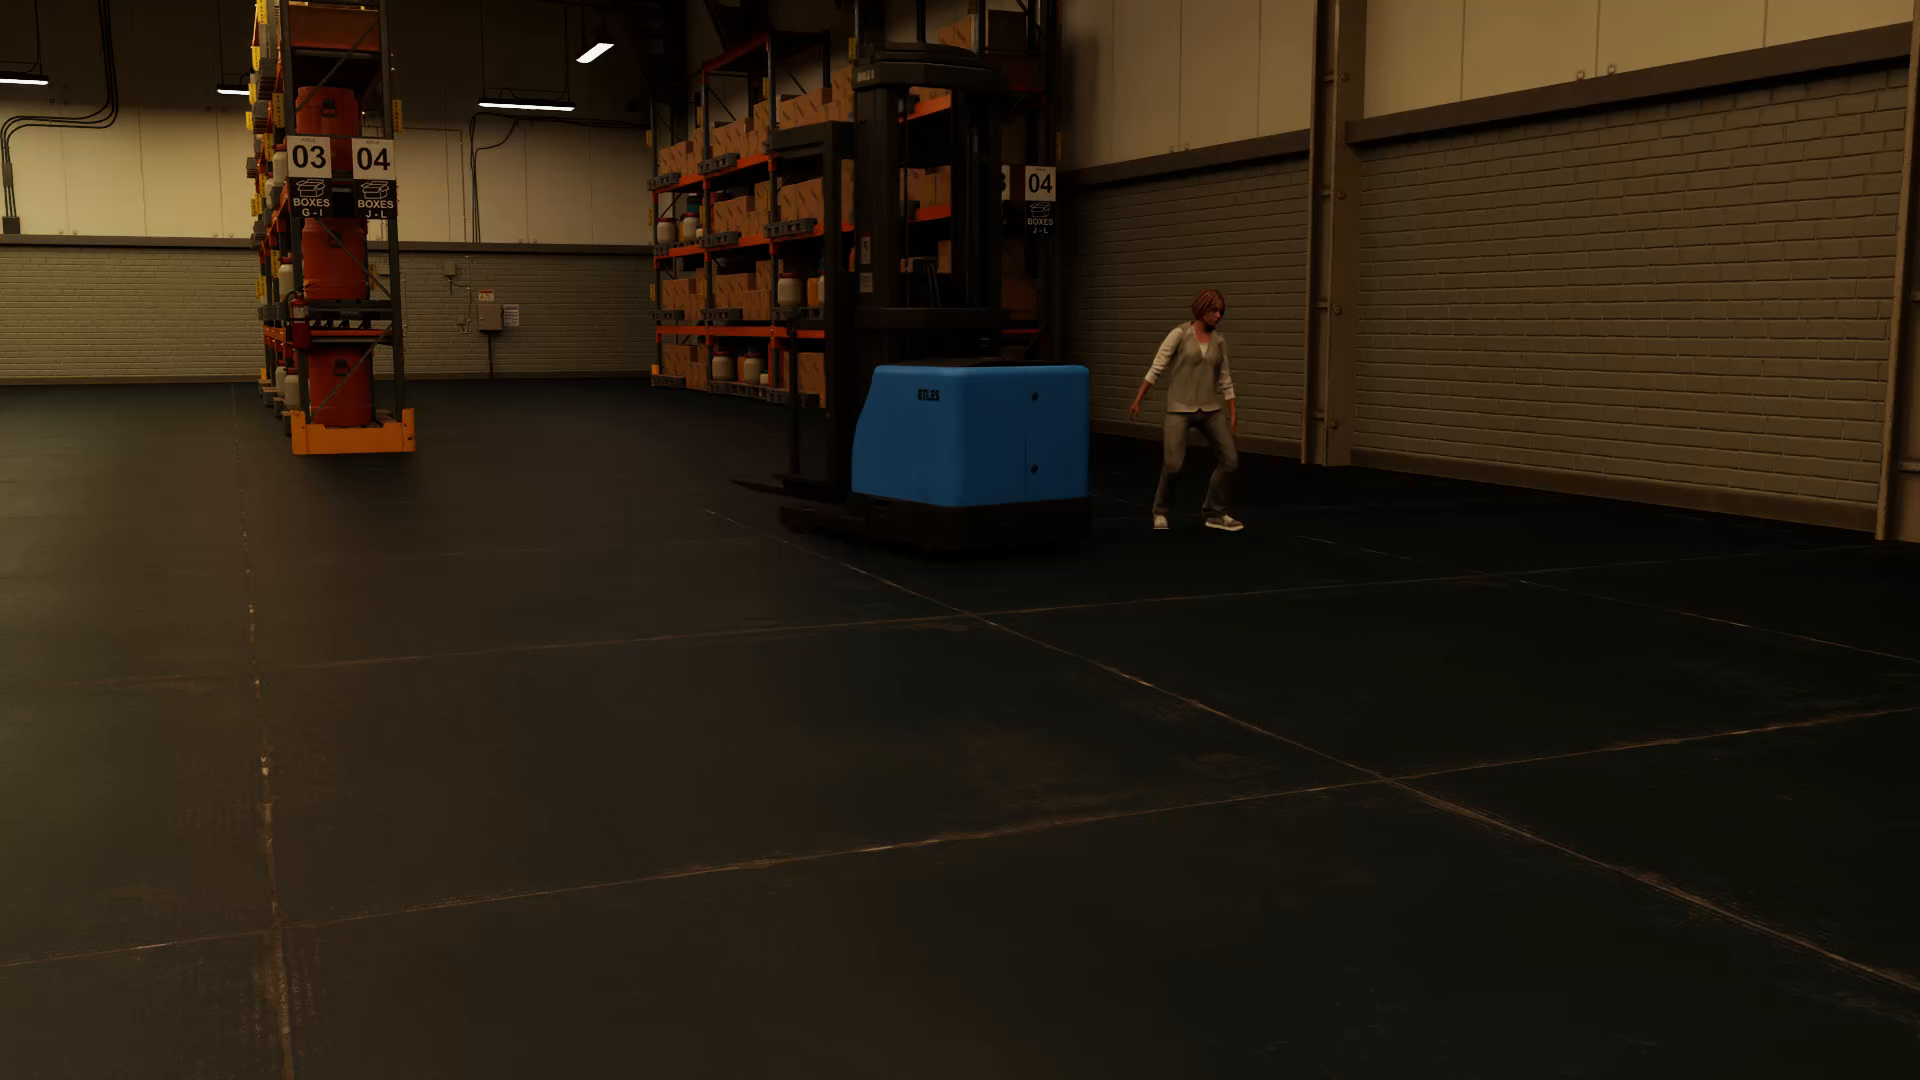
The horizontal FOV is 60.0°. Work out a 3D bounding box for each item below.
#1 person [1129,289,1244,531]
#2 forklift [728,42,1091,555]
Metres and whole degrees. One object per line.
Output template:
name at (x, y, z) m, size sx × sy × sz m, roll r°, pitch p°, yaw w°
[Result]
person at (1.435, -0.809, 10.559) m, size 0.732 × 1.552 × 0.438 m, roll -1°, pitch 8°, yaw -10°
forklift at (-0.491, -1.520, 10.472) m, size 1.130 × 2.935 × 3.031 m, roll -5°, pitch 9°, yaw -35°
